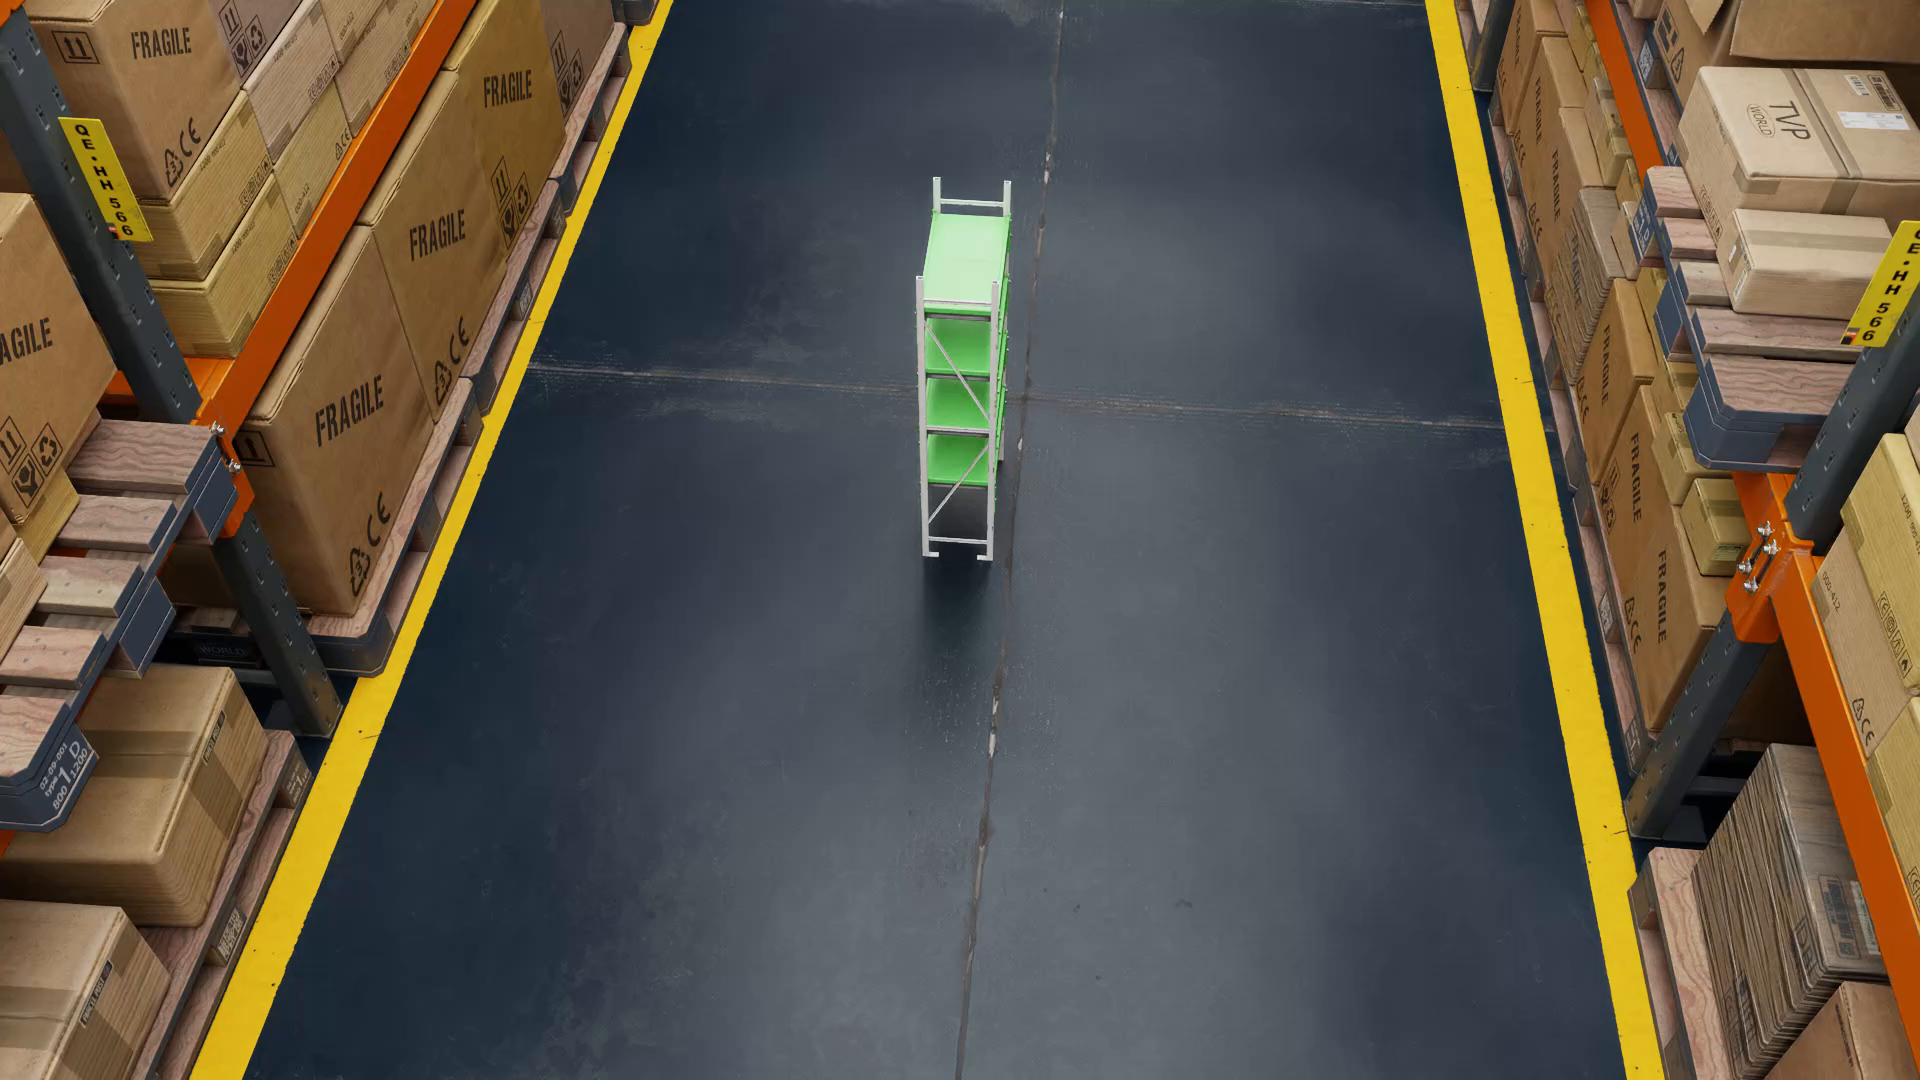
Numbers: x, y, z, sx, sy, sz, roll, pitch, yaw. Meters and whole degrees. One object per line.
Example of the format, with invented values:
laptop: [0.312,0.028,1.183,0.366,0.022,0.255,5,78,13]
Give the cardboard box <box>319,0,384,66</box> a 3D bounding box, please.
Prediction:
cardboard box: [-2.054,-1.686,5.023,0.500,0.250,0.500,4,48,3]

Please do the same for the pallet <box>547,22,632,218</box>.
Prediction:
pallet: [-2.082,-1.894,7.339,1.003,0.211,1.213,4,48,4]

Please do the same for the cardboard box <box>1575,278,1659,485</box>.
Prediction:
cardboard box: [2.417,-0.511,5.594,0.500,0.500,0.500,6,48,5]

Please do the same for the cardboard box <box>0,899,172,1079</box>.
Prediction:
cardboard box: [-2.572,1.235,4.084,0.950,0.372,0.625,3,48,3]

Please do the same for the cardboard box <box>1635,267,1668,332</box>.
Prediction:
cardboard box: [2.438,-0.801,5.419,0.380,0.149,0.250,3,48,3]

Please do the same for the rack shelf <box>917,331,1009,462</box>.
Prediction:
rack shelf: [0.015,-0.483,5.466,0.258,0.148,0.480,4,48,4]

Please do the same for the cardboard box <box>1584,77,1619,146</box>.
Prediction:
cardboard box: [2.527,-1.566,6.119,0.380,0.149,0.250,4,48,3]

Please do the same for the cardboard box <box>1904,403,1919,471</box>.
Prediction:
cardboard box: [2.169,-0.175,3.370,0.380,0.149,0.250,5,48,5]

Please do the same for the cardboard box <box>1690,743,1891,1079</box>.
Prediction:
cardboard box: [2.421,0.981,4.145,0.875,0.625,0.625,5,48,5]

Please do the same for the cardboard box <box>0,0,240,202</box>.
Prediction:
cardboard box: [-2.163,-1.185,4.055,0.500,0.500,0.500,2,48,2]

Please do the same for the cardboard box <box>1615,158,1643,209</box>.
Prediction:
cardboard box: [2.506,-1.183,5.769,0.380,0.149,0.250,4,48,4]

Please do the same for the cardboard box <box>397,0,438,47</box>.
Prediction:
cardboard box: [-2.032,-1.886,5.544,0.500,0.250,0.500,4,48,4]

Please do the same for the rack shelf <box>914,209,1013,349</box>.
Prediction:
rack shelf: [0.015,-0.807,5.111,0.258,0.148,0.480,4,48,4]

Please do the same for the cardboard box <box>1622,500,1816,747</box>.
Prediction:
cardboard box: [2.316,0.240,4.907,0.500,0.500,0.500,5,48,5]

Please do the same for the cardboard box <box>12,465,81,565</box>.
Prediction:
cardboard box: [-2.200,-0.066,3.663,0.380,0.149,0.250,5,48,4]

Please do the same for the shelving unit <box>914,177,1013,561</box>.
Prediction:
shelving unit: [0.015,-0.527,5.419,0.258,1.200,0.503,4,48,4]

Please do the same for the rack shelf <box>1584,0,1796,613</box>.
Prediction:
rack shelf: [2.674,-1.363,5.452,1.077,0.370,4.000,4,48,4]

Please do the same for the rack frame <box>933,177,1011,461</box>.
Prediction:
rack frame: [0.037,-0.706,5.583,0.240,1.200,0.015,4,48,4]

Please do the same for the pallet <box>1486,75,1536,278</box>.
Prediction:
pallet: [2.820,-1.534,7.010,1.003,0.211,1.213,4,48,4]

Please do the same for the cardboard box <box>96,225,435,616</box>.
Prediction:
cardboard box: [-2.306,-0.394,5.233,0.875,0.875,0.875,3,48,3]

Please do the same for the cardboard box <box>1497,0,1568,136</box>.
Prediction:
cardboard box: [2.588,-2.034,6.987,0.500,0.500,0.500,6,48,5]

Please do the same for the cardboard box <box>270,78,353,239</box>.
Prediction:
cardboard box: [-2.127,-1.138,4.860,0.500,0.250,0.500,3,48,2]

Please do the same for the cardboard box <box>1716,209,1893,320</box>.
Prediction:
cardboard box: [2.169,-0.702,4.245,0.380,0.149,0.250,5,48,4]

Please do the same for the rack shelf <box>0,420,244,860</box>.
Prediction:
rack shelf: [-2.634,1.245,3.066,1.077,0.370,4.000,4,48,4]

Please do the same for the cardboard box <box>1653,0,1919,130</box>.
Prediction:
cardboard box: [2.456,-1.525,4.757,0.797,0.503,0.637,3,48,3]

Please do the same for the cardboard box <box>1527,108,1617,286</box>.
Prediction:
cardboard box: [2.499,-1.275,6.293,0.500,0.500,0.500,3,48,2]

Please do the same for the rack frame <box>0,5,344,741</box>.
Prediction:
rack frame: [-2.452,-0.467,4.145,1.000,3.000,0.127,4,48,4]

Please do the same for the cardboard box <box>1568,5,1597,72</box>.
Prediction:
cardboard box: [2.598,-1.949,6.470,0.380,0.149,0.250,2,48,2]

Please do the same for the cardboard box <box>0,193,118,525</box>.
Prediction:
cardboard box: [-2.216,-0.391,3.521,0.500,0.500,0.500,3,48,2]

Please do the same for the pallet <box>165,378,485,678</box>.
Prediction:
pallet: [-2.305,-0.101,5.699,1.003,0.211,1.213,4,48,4]

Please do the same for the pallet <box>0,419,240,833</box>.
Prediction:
pallet: [-2.411,0.128,3.730,1.213,0.211,1.003,4,48,4]

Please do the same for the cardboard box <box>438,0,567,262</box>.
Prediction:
cardboard box: [-2.139,-1.706,6.433,0.875,0.875,0.875,5,48,5]

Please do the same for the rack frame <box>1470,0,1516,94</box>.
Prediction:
rack frame: [2.856,-3.076,6.530,1.000,3.000,0.127,4,48,4]

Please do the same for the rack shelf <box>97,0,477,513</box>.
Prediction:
rack shelf: [-2.269,-1.694,5.754,1.077,0.370,4.000,4,48,4]

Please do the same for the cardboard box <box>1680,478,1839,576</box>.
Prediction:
cardboard box: [2.284,-0.033,4.718,0.380,0.149,0.250,2,48,2]

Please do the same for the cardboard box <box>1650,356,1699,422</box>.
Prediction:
cardboard box: [2.346,-0.427,5.077,0.380,0.149,0.250,2,48,2]

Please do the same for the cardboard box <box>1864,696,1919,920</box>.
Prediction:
cardboard box: [2.157,0.593,3.276,0.500,0.250,0.500,3,48,3]

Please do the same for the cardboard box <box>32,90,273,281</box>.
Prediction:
cardboard box: [-2.160,-0.941,4.341,0.500,0.250,0.500,4,48,3]

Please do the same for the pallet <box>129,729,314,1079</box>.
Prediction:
pallet: [-2.524,1.048,4.649,1.003,0.211,1.213,4,48,4]

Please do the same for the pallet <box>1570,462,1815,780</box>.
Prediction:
pallet: [2.597,0.259,5.370,1.003,0.211,1.213,4,48,4]

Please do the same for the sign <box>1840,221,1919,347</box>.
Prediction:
sign: [1.950,-0.530,3.471,0.100,0.325,0.005,4,48,4]
